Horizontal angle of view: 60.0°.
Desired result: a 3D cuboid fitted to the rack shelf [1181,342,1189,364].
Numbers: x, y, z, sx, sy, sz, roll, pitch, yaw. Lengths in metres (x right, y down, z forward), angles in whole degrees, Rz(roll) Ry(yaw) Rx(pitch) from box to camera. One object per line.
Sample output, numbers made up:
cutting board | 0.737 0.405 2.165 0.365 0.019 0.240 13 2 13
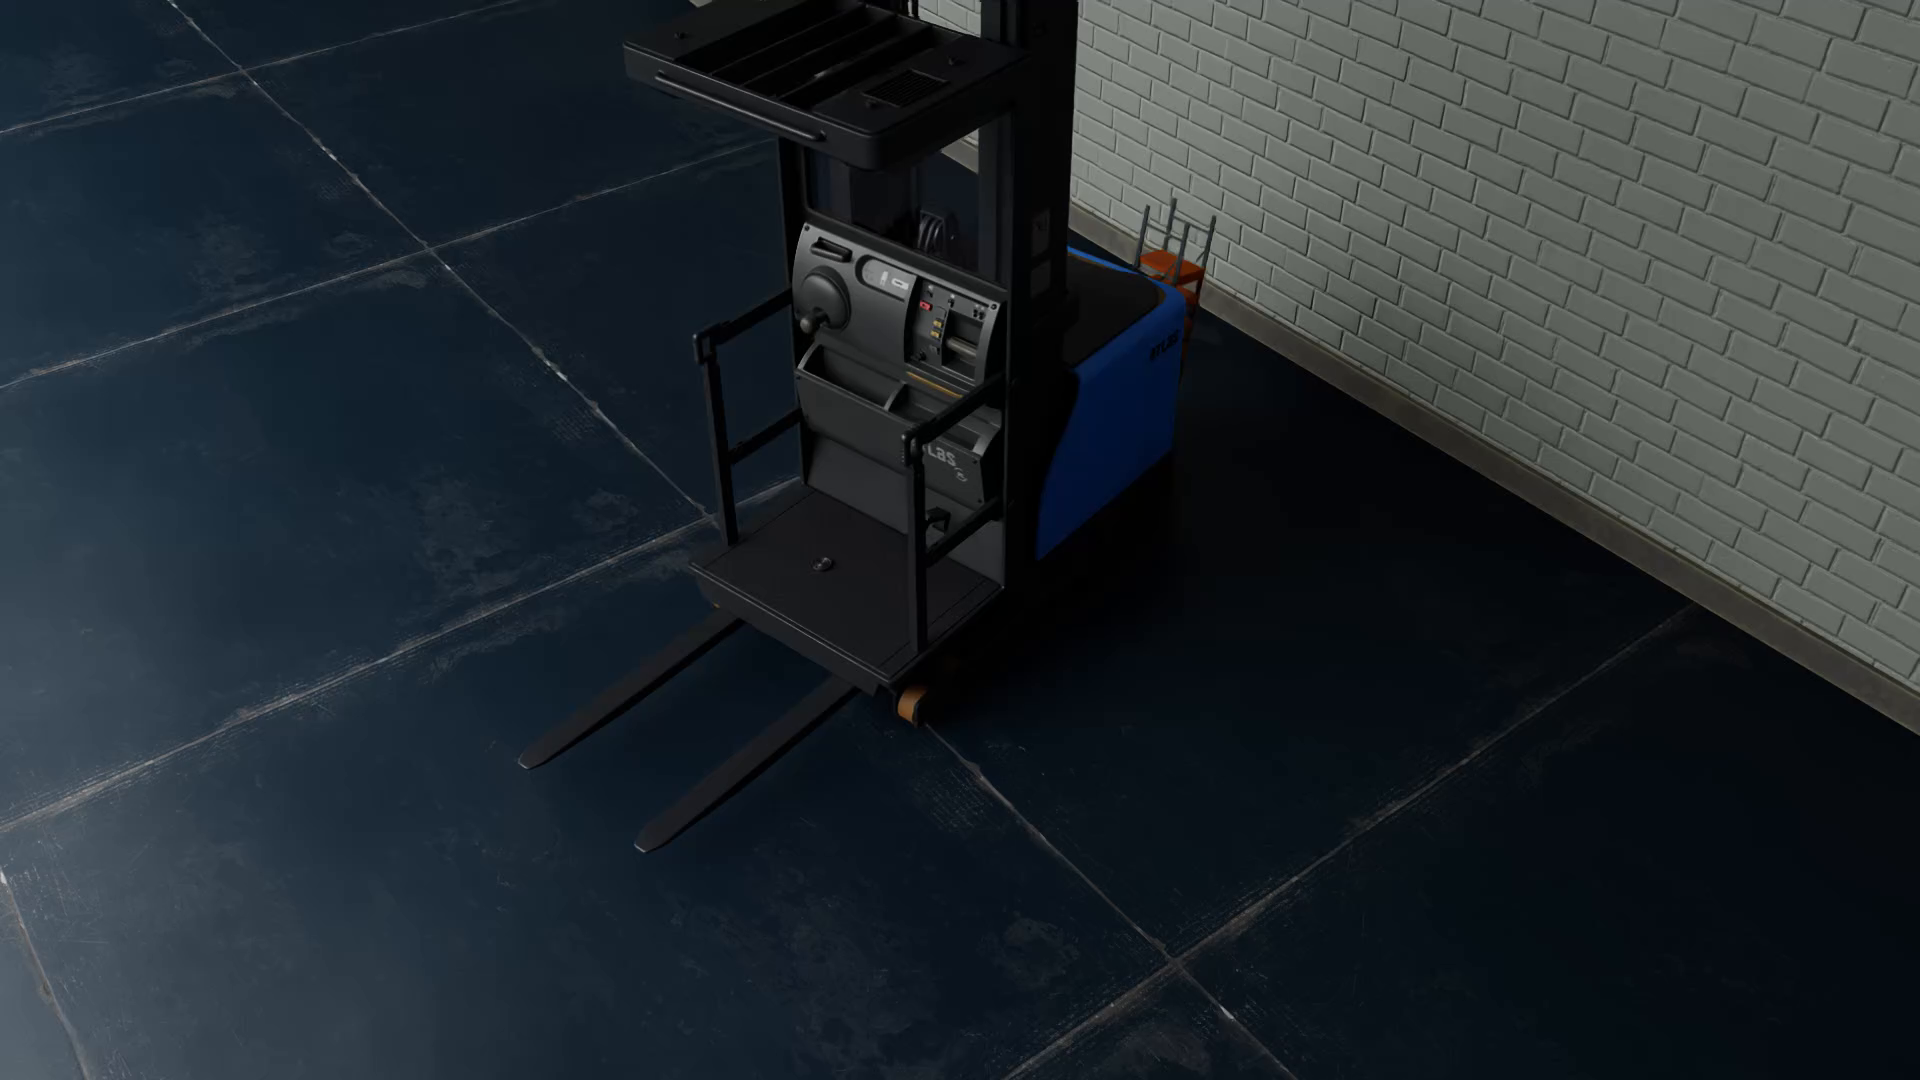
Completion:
rack shelf | 0.859 -0.860 7.409 0.180 0.103 0.258 -23 44 -40

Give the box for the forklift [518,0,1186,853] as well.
forklift | -0.372 -0.732 5.937 1.129 2.797 3.031 27 46 29

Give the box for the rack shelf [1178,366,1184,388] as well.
rack shelf | 0.844 -0.760 7.473 0.180 0.103 0.258 -23 44 -40

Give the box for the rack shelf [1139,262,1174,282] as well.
rack shelf | 0.907 -1.178 7.207 0.166 0.020 0.199 -23 44 -40

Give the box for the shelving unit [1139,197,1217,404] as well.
shelving unit | 0.867 -0.898 7.387 0.184 1.200 0.258 -23 44 -40

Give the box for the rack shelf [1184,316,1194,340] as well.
rack shelf | 0.875 -0.961 7.345 0.180 0.103 0.258 -23 44 -40

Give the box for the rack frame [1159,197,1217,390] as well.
rack frame | 0.930 -0.924 7.444 0.006 1.200 0.240 -23 44 -40

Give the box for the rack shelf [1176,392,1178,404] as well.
rack shelf | 0.829 -0.659 7.537 0.180 0.103 0.258 -23 44 -40

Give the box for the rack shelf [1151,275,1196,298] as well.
rack shelf | 0.893 -1.084 7.267 0.171 0.034 0.221 -23 44 -40
